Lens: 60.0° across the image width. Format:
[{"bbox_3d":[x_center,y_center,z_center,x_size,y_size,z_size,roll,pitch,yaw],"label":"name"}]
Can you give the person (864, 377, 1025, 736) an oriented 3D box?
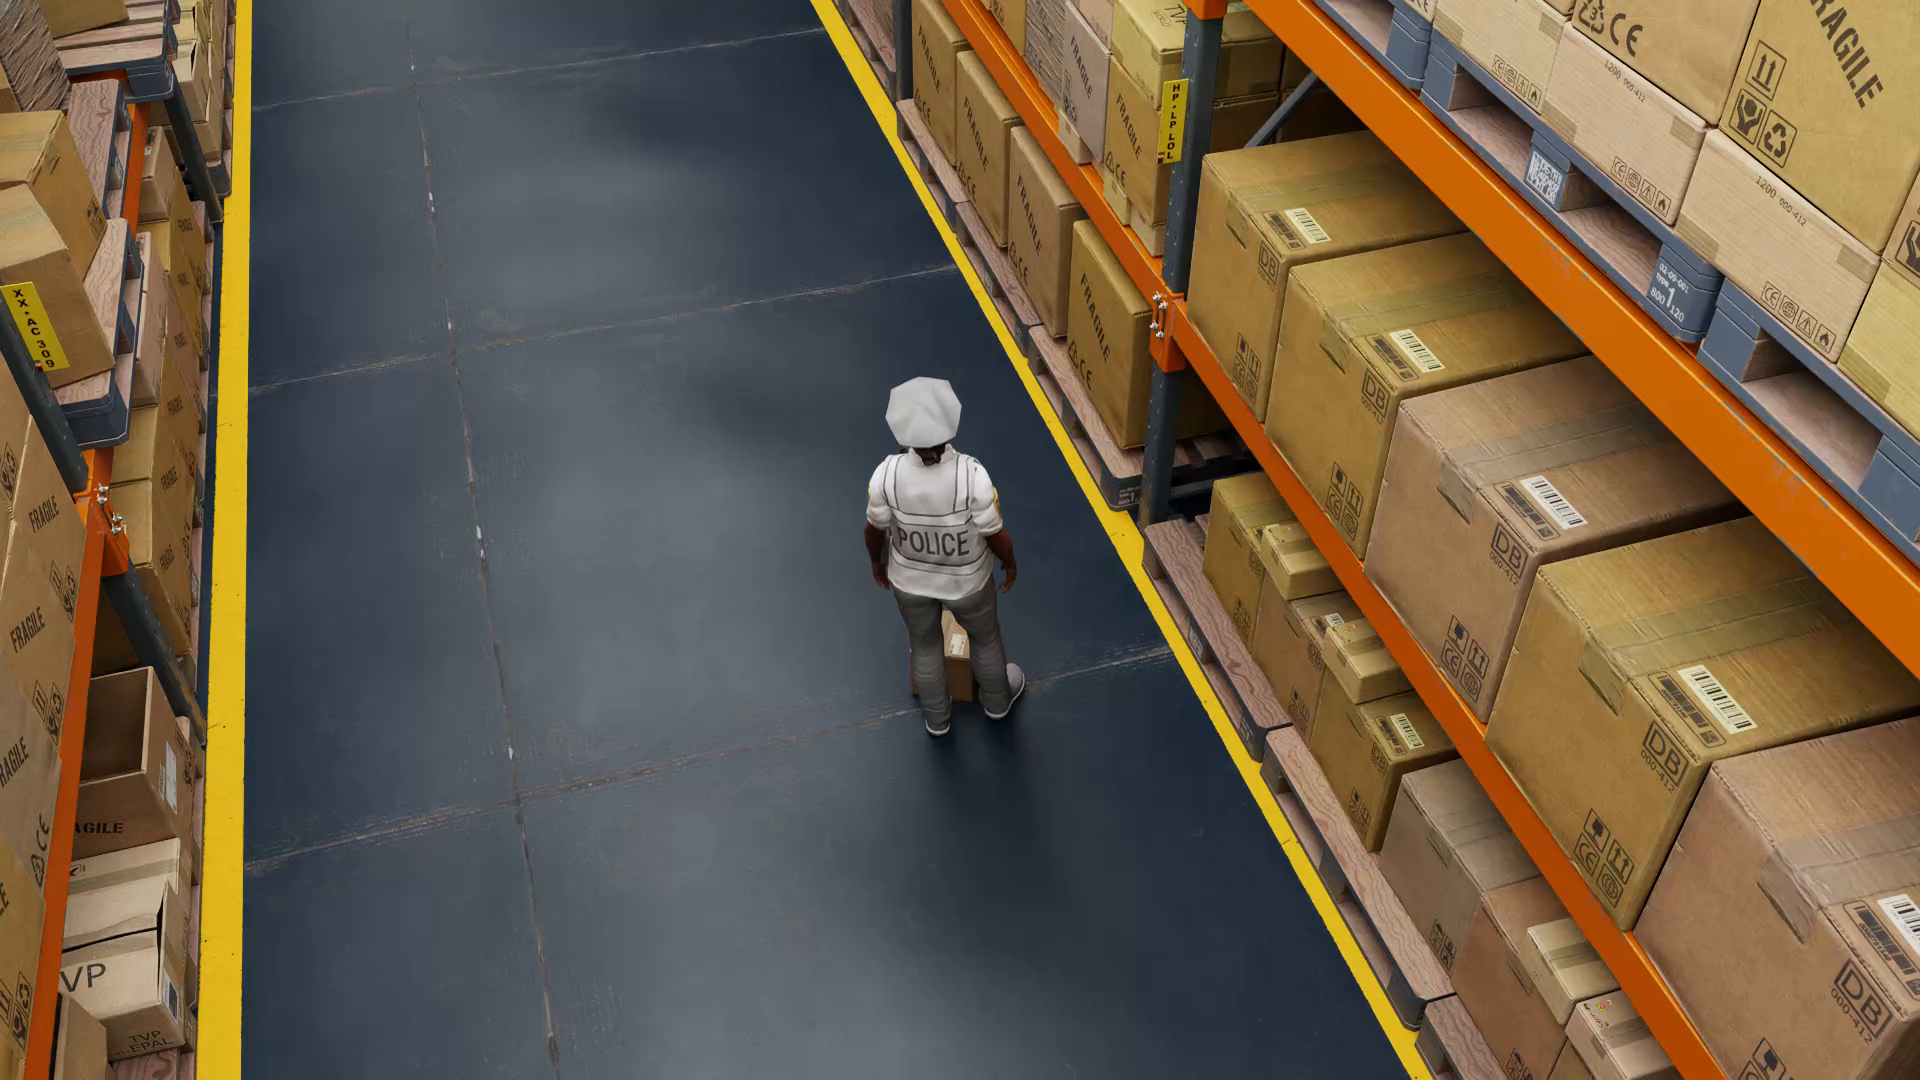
[{"bbox_3d":[-0.046,0.063,6.054,0.570,1.698,0.527,5,43,6],"label":"person"}]
